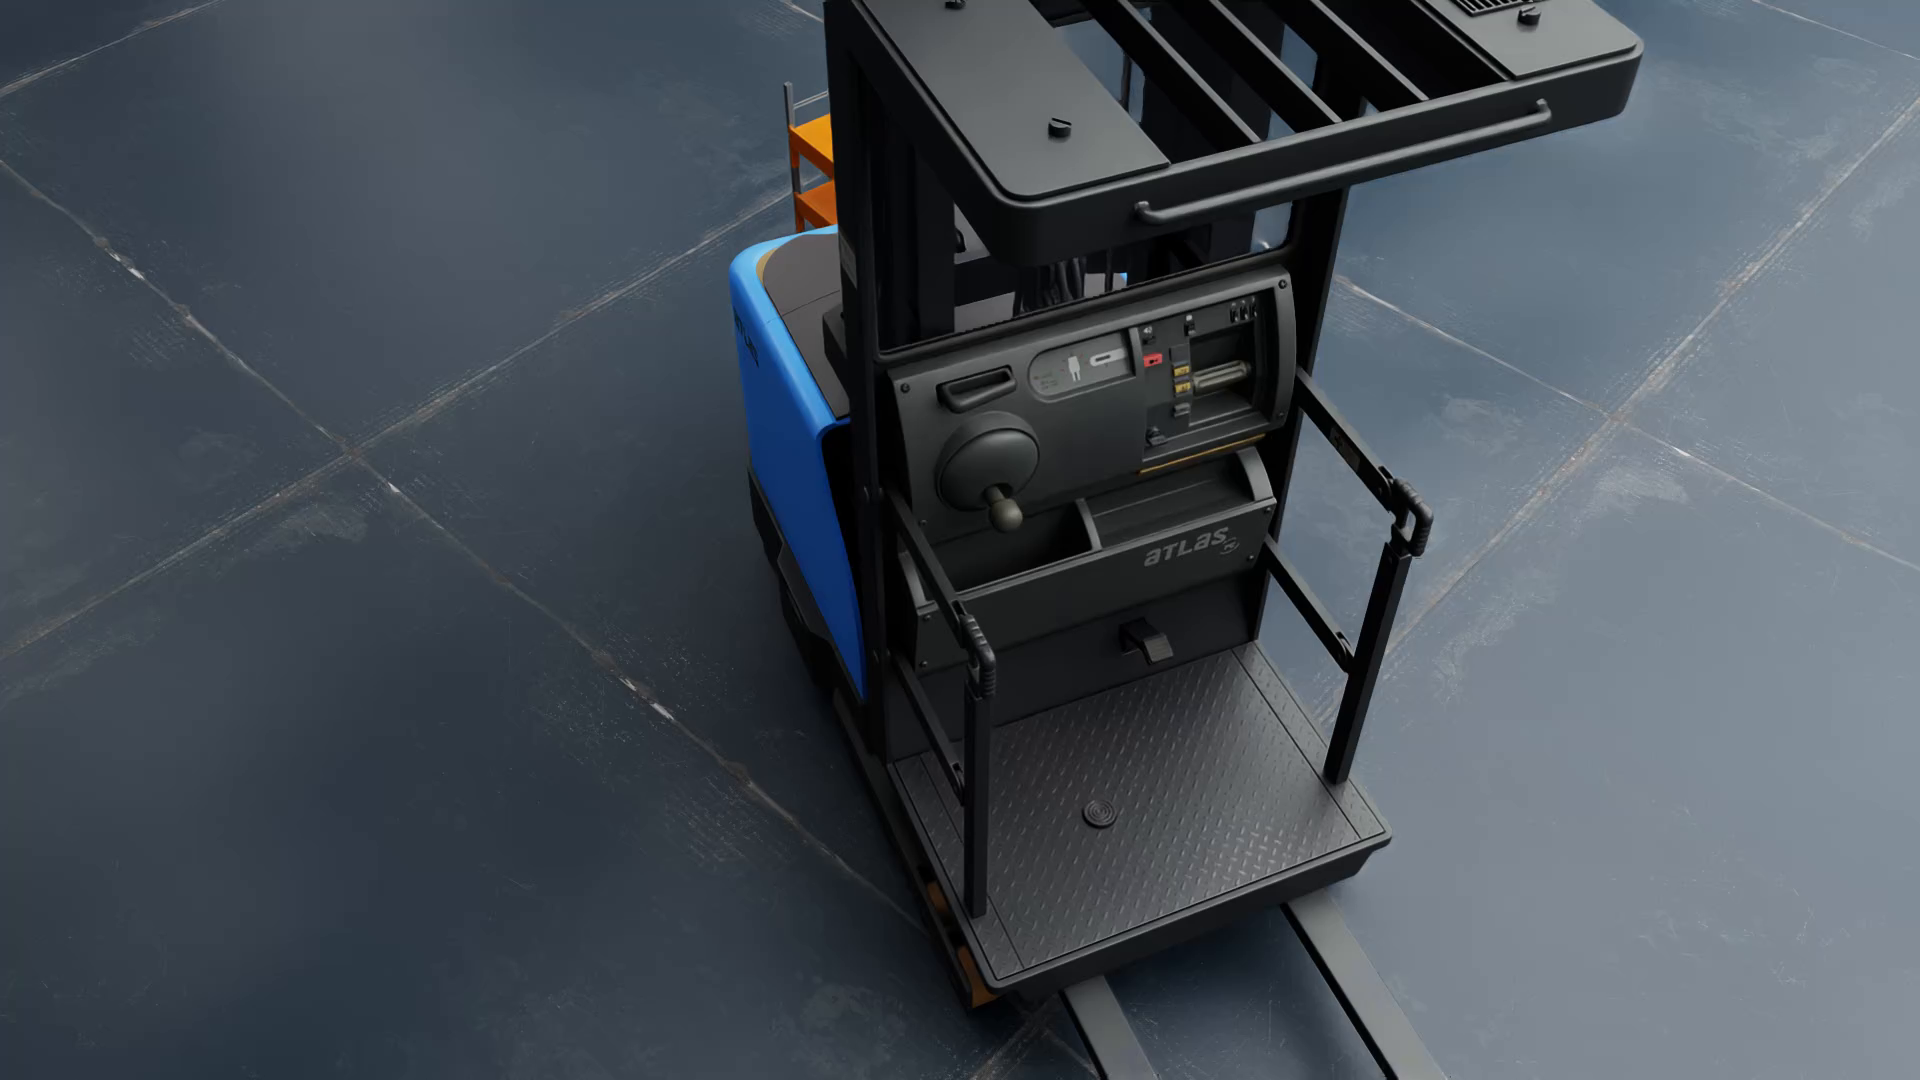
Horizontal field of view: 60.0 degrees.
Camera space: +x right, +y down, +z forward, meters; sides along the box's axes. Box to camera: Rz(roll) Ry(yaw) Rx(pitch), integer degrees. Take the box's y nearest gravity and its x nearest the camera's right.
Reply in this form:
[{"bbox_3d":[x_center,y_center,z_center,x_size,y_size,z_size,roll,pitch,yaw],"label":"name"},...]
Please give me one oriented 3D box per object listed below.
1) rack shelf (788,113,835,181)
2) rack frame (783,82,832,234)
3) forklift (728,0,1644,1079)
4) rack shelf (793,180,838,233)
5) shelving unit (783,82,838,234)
[{"bbox_3d":[-0.266,-1.100,4.921,0.258,0.148,0.480,-30,54,-25],"label":"rack shelf"},{"bbox_3d":[-0.417,-0.971,5.339,0.240,1.200,0.015,-30,54,-25],"label":"rack frame"},{"bbox_3d":[0.388,-0.202,3.430,1.130,2.935,3.031,-17,49,-15],"label":"forklift"},{"bbox_3d":[-0.266,-0.939,5.094,0.258,0.148,0.480,-30,54,-25],"label":"rack shelf"},{"bbox_3d":[-0.266,-0.831,5.208,0.258,1.200,0.503,-30,54,-25],"label":"shelving unit"}]
